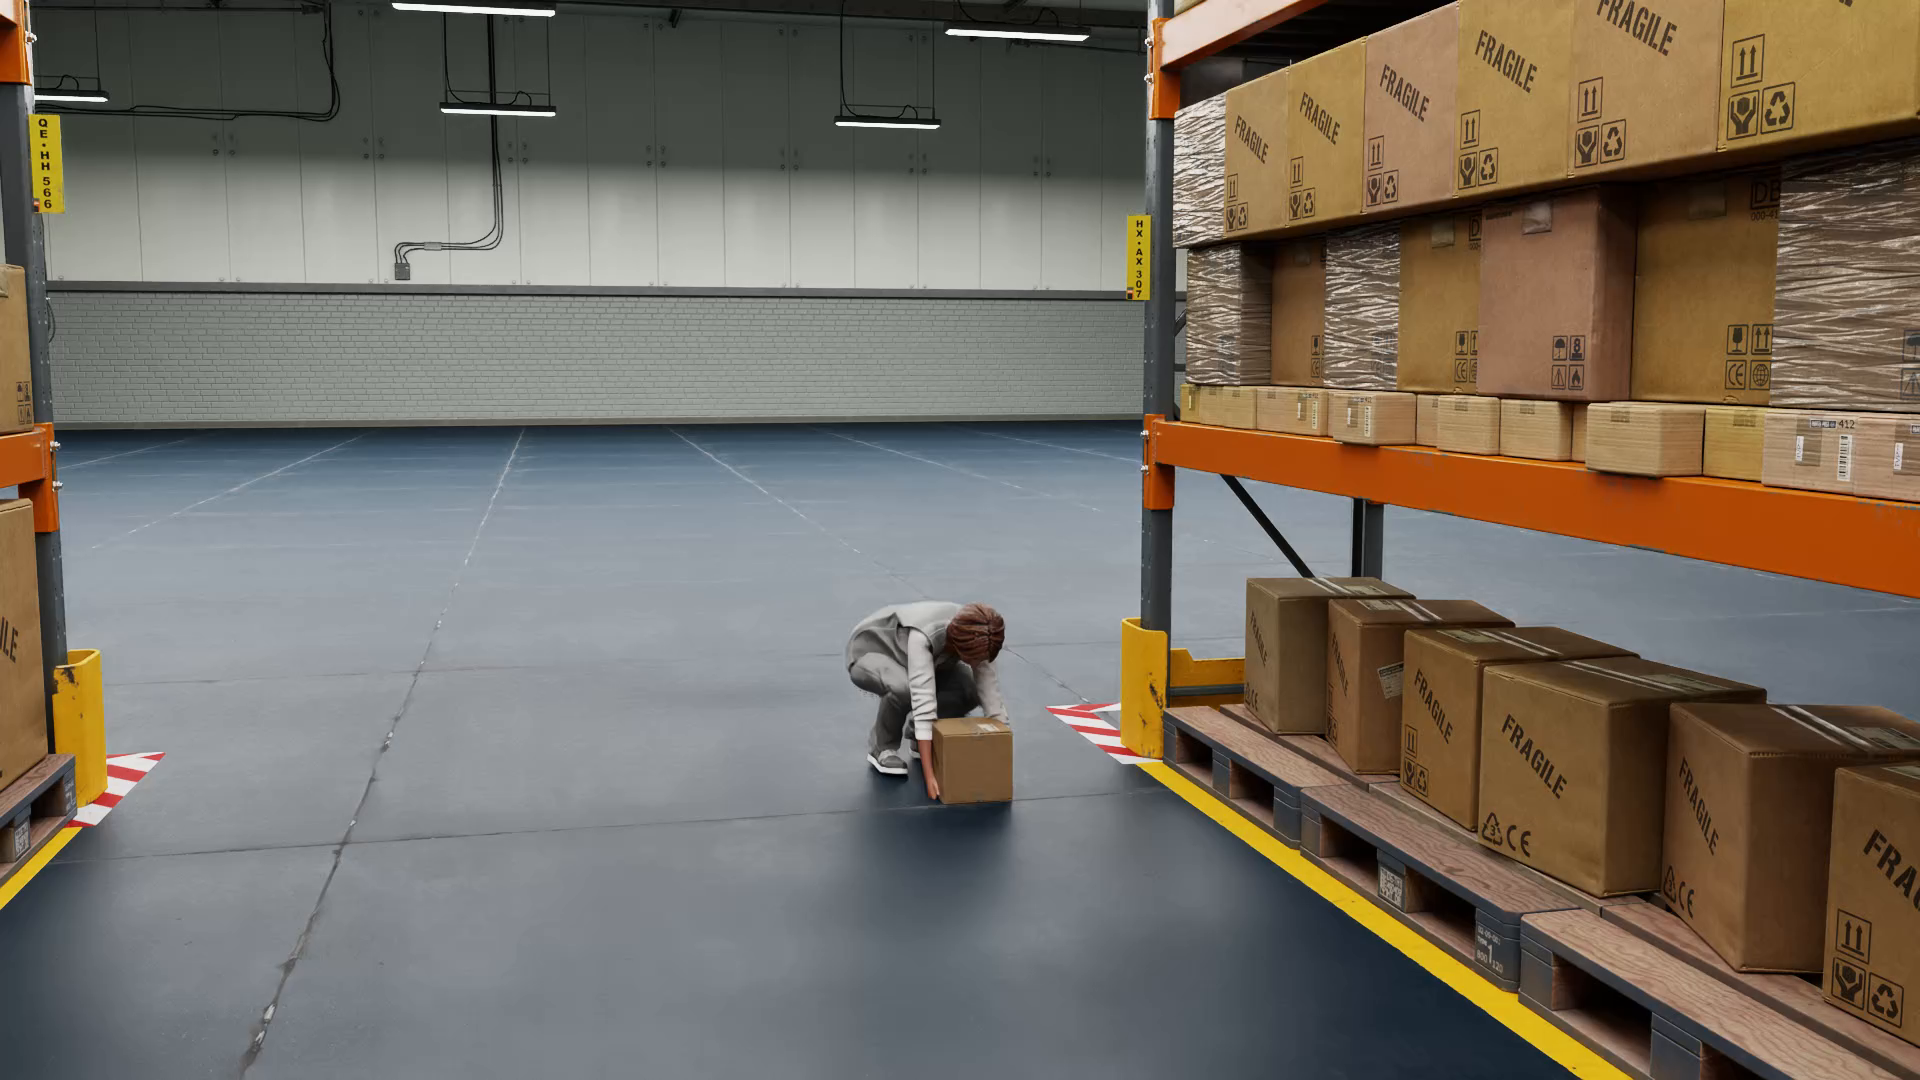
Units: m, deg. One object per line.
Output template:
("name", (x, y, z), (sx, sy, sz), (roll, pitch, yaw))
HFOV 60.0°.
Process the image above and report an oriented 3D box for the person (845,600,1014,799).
("person", (-0.114, 0.564, 6.181), (0.423, 0.726, 0.870), (-4, 7, -31))
